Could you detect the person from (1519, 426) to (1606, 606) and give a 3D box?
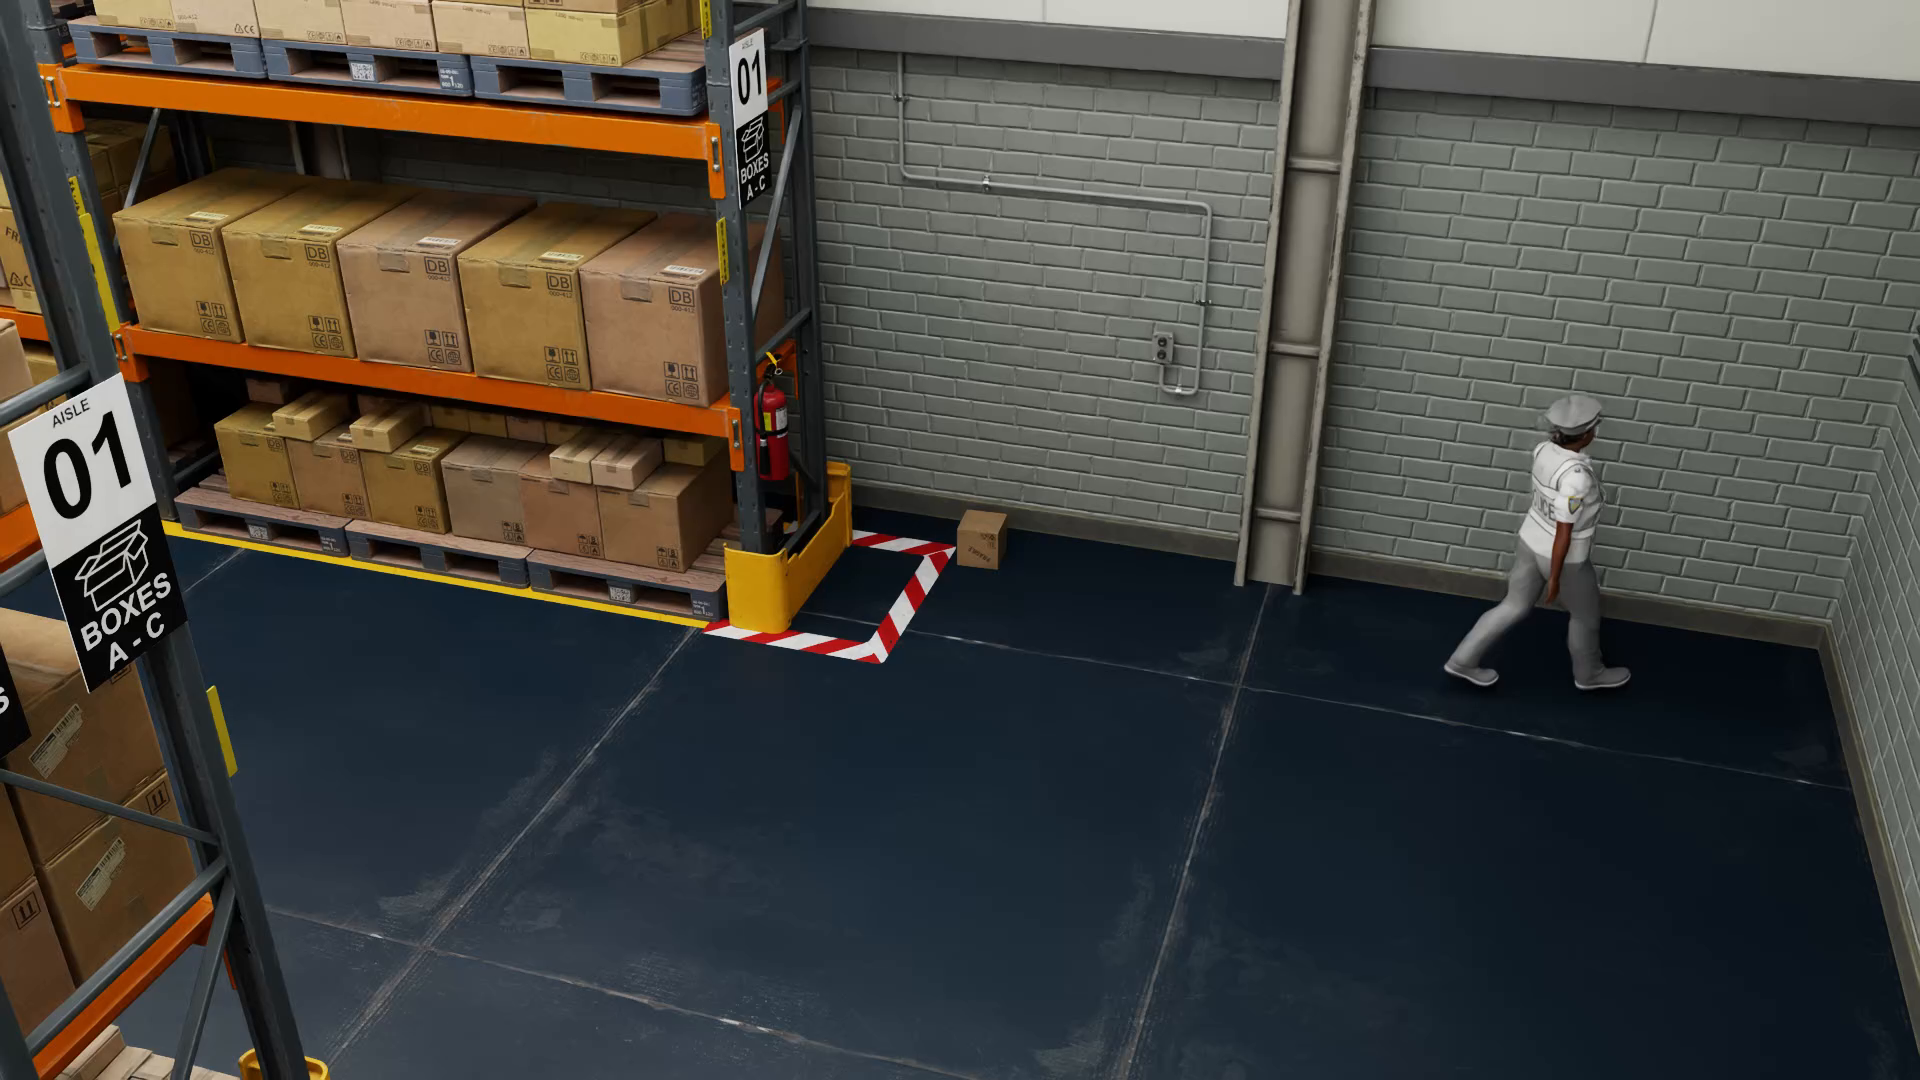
[{"bbox_3d":[3.018,-0.220,8.269,0.342,0.994,0.489,-6,30,-10],"label":"person"}]
